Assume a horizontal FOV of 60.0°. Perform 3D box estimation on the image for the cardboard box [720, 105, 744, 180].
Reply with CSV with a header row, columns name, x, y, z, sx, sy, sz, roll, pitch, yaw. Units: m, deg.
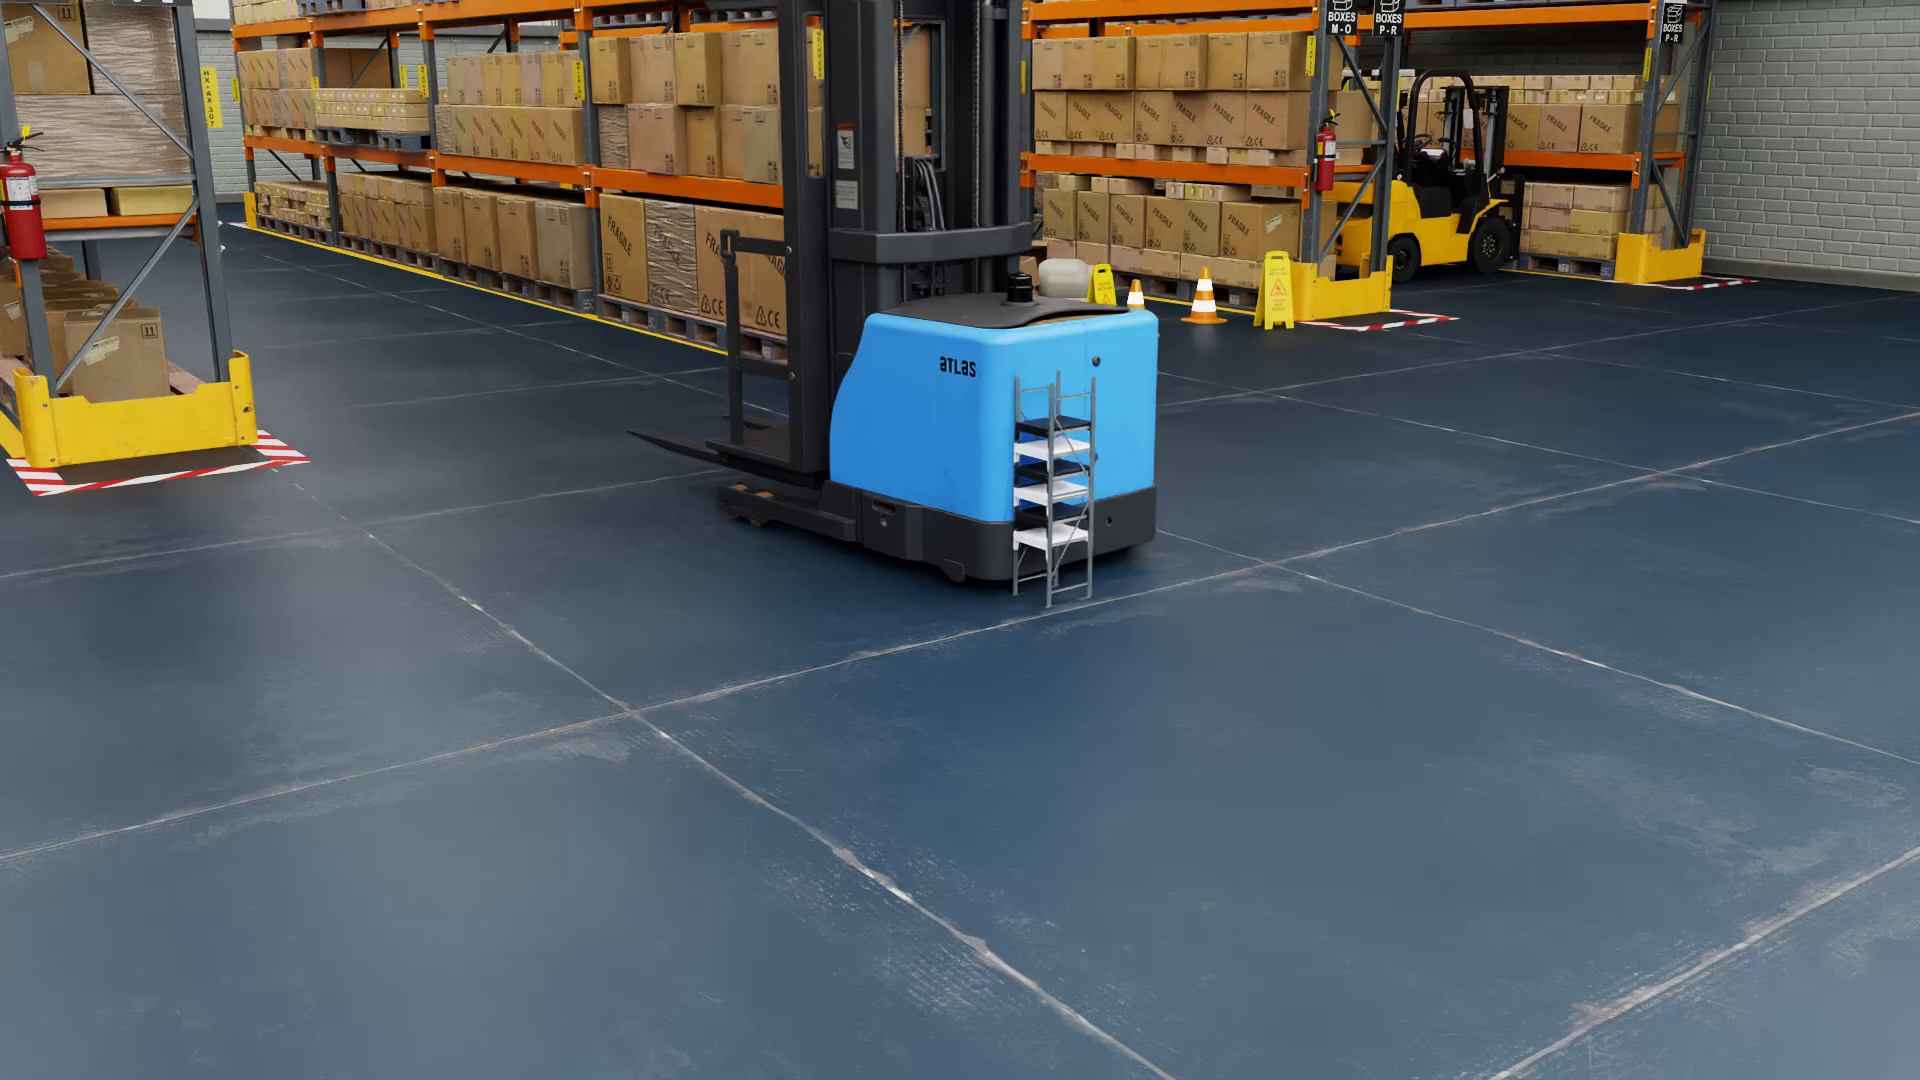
name,x,y,z,sx,sy,sz,roll,pitch,yaw
cardboard box,-1.331,-3.085,12.880,0.875,0.550,0.550,-11,19,-35

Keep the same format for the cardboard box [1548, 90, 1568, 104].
name,x,y,z,sx,sy,sz,roll,pitch,yaw
cardboard box,6.606,-4.809,18.048,0.380,0.149,0.250,-11,19,-35

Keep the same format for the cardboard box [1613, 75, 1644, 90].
name,x,y,z,sx,sy,sz,roll,pitch,yaw
cardboard box,7.069,-4.797,17.437,0.380,0.149,0.250,-11,19,-34

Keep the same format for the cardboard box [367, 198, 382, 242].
name,x,y,z,sx,sy,sz,roll,pitch,yaw
cardboard box,-6.711,-3.825,19.809,0.500,0.500,0.500,-10,18,-34

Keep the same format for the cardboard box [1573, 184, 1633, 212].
name,x,y,z,sx,sy,sz,roll,pitch,yaw
cardboard box,6.927,-3.657,17.773,0.500,0.250,0.500,-10,18,-33

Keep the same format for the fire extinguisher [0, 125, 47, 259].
name,x,y,z,sx,sy,sz,roll,pitch,yaw
fire extinguisher,-4.884,-1.805,8.637,0.296,0.674,0.183,-11,19,-35

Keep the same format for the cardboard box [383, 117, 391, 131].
name,x,y,z,sx,sy,sz,roll,pitch,yaw
cardboard box,-6.169,-4.619,18.450,0.380,0.149,0.250,-10,18,-34

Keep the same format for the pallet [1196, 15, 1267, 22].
name,x,y,z,sx,sy,sz,roll,pitch,yaw
pallet,3.878,-6.943,21.936,1.003,0.211,1.213,-10,18,-32

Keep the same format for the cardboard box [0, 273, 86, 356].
name,x,y,z,sx,sy,sz,roll,pitch,yaw
cardboard box,-6.385,-1.577,11.595,0.500,0.500,0.500,-5,16,-17

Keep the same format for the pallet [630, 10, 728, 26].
name,x,y,z,sx,sy,sz,roll,pitch,yaw
pallet,-4.091,-7.620,24.220,1.003,0.211,1.213,-11,19,-35

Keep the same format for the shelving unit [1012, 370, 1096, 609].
name,x,y,z,sx,sy,sz,roll,pitch,yaw
shelving unit,0.373,-0.204,6.616,0.258,0.900,0.210,-12,19,-37

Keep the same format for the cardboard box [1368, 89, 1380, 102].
name,x,y,z,sx,sy,sz,roll,pitch,yaw
cardboard box,5.073,-5.355,20.040,0.380,0.149,0.250,-11,19,-35

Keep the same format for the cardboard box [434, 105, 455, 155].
name,x,y,z,sx,sy,sz,roll,pitch,yaw
cardboard box,-5.165,-4.306,17.436,0.500,0.500,0.500,-11,19,-34

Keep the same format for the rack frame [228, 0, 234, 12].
name,x,y,z,sx,sy,sz,roll,pitch,yaw
rack frame,-9.915,-8.997,23.403,1.000,3.000,0.127,-11,19,-35

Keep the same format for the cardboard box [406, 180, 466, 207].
name,x,y,z,sx,sy,sz,roll,pitch,yaw
cardboard box,-5.825,-3.859,18.513,0.500,0.250,0.500,-11,19,-36

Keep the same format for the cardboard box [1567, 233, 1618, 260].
name,x,y,z,sx,sy,sz,roll,pitch,yaw
cardboard box,6.919,-3.176,17.910,0.500,0.250,0.500,-11,19,-34

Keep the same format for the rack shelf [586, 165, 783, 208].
name,x,y,z,sx,sy,sz,roll,pitch,yaw
rack shelf,-1.683,-2.767,13.367,1.077,0.370,4.000,-11,19,-35

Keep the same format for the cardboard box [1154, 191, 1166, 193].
name,x,y,z,sx,sy,sz,roll,pitch,yaw
cardboard box,2.252,-3.267,16.824,0.500,0.500,0.500,-10,18,-32

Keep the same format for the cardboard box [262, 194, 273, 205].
name,x,y,z,sx,sy,sz,roll,pitch,yaw
cardboard box,-9.699,-4.856,23.676,0.380,0.149,0.250,-11,19,-35

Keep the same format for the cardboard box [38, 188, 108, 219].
name,x,y,z,sx,sy,sz,roll,pitch,yaw
cardboard box,-4.913,-1.846,9.116,0.380,0.149,0.250,-11,19,-35

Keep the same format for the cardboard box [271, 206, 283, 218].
name,x,y,z,sx,sy,sz,roll,pitch,yaw
cardboard box,-9.432,-4.603,23.316,0.380,0.149,0.250,-11,19,-34

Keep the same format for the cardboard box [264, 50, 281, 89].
name,x,y,z,sx,sy,sz,roll,pitch,yaw
cardboard box,-8.973,-6.311,22.305,0.500,0.500,0.500,-12,19,-36

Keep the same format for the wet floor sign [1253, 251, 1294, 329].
name,x,y,z,sx,sy,sz,roll,pitch,yaw
wet floor sign,2.684,-2.135,14.153,0.267,0.644,0.232,-4,16,-15

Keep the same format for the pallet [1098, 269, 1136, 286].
name,x,y,z,sx,sy,sz,roll,pitch,yaw
pallet,1.509,-2.848,17.583,1.003,0.211,1.213,-11,19,-35

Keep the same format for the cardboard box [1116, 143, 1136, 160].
name,x,y,z,sx,sy,sz,roll,pitch,yaw
cardboard box,1.756,-3.818,16.320,0.380,0.149,0.250,-11,19,-34

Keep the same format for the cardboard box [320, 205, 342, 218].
name,x,y,z,sx,sy,sz,roll,pitch,yaw
cardboard box,-8.005,-4.238,21.421,0.380,0.149,0.250,-10,18,-33

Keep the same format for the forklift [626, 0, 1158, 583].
name,x,y,z,sx,sy,sz,roll,pitch,yaw
forklift,-0.509,-1.556,7.710,1.130,2.935,3.031,-14,21,-41

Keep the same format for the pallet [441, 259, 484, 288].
name,x,y,z,sx,sy,sz,roll,pitch,yaw
pallet,-4.808,-2.870,17.663,1.003,0.211,1.213,-11,19,-35

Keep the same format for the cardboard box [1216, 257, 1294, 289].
name,x,y,z,sx,sy,sz,roll,pitch,yaw
cardboard box,2.731,-2.489,15.402,0.500,0.250,0.500,-11,19,-35

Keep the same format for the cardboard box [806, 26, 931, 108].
name,x,y,z,sx,sy,sz,roll,pitch,yaw
cardboard box,-0.694,-3.365,11.861,0.875,0.550,0.550,-11,19,-35

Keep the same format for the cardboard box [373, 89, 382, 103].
name,x,y,z,sx,sy,sz,roll,pitch,yaw
cardboard box,-6.330,-4.963,18.582,0.380,0.149,0.250,-10,18,-33

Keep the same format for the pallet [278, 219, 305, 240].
name,x,y,z,sx,sy,sz,roll,pitch,yaw
pallet,-8.708,-4.303,22.898,1.003,0.211,1.213,-11,19,-35

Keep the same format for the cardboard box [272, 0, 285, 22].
name,x,y,z,sx,sy,sz,roll,pitch,yaw
cardboard box,-8.653,-6.904,21.719,0.500,0.250,0.500,-11,19,-35

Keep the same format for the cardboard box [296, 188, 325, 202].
name,x,y,z,sx,sy,sz,roll,pitch,yaw
cardboard box,-8.640,-4.611,22.219,0.380,0.149,0.250,-12,19,-37

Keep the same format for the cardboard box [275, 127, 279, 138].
name,x,y,z,sx,sy,sz,roll,pitch,yaw
cardboard box,-9.166,-5.596,22.815,0.380,0.149,0.250,-11,19,-36

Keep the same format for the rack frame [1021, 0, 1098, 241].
name,x,y,z,sx,sy,sz,roll,pitch,yaw
rack frame,1.086,-4.331,17.718,1.000,3.000,0.127,-11,19,-35

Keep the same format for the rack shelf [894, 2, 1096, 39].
name,x,y,z,sx,sy,sz,roll,pitch,yaw
rack shelf,-0.090,-5.858,18.978,1.077,0.370,4.000,-11,19,-35

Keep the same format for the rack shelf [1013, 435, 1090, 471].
name,x,y,z,sx,sy,sz,roll,pitch,yaw
rack shelf,0.373,-0.345,6.577,0.258,0.077,0.200,-12,19,-37

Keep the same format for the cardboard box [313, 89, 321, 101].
name,x,y,z,sx,sy,sz,roll,pitch,yaw
cardboard box,-7.703,-5.462,20.405,0.380,0.149,0.250,-10,18,-32

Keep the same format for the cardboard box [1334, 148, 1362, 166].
name,x,y,z,sx,sy,sz,roll,pitch,yaw
cardboard box,3.405,-3.460,15.013,0.380,0.149,0.250,-11,19,-34

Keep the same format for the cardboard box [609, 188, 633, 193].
name,x,y,z,sx,sy,sz,roll,pitch,yaw
cardboard box,-4.956,-5.541,26.196,0.875,0.438,0.875,-10,18,-33

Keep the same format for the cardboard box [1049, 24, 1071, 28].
name,x,y,z,sx,sy,sz,roll,pitch,yaw
cardboard box,1.658,-7.617,24.326,0.500,0.250,0.500,-11,19,-35

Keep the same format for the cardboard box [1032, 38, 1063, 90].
name,x,y,z,sx,sy,sz,roll,pitch,yaw
cardboard box,1.169,-4.877,17.068,0.700,0.500,0.500,-11,19,-35

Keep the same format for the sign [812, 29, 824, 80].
name,x,y,z,sx,sy,sz,roll,pitch,yaw
sign,-0.954,-3.278,11.231,0.100,0.325,0.005,-11,19,-35

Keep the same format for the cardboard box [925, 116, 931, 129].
name,x,y,z,sx,sy,sz,roll,pitch,yaw
cardboard box,-0.314,-4.816,19.169,0.380,0.149,0.250,-10,18,-33

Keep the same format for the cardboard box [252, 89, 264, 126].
name,x,y,z,sx,sy,sz,roll,pitch,yaw
cardboard box,-9.539,-6.046,23.232,0.500,0.500,0.500,-11,19,-34

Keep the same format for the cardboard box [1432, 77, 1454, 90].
name,x,y,z,sx,sy,sz,roll,pitch,yaw
cardboard box,5.673,-5.276,19.188,0.380,0.149,0.250,-11,19,-35

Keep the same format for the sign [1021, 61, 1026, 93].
name,x,y,z,sx,sy,sz,roll,pitch,yaw
sign,0.639,-4.803,17.248,0.100,0.325,0.005,-11,19,-35

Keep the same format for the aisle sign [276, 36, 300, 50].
name,x,y,z,sx,sy,sz,roll,pitch,yaw
aisle sign,-9.715,-7.420,24.078,0.394,0.787,0.004,-11,19,-35

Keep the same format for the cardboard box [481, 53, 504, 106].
name,x,y,z,sx,sy,sz,roll,pitch,yaw
cardboard box,-4.353,-4.611,16.659,0.700,0.500,0.500,-11,19,-35

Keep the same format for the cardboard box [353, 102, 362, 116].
name,x,y,z,sx,sy,sz,roll,pitch,yaw
cardboard box,-6.782,-4.985,19.225,0.380,0.149,0.250,-11,19,-36

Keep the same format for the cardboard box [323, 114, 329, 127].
name,x,y,z,sx,sy,sz,roll,pitch,yaw
cardboard box,-7.535,-5.117,20.270,0.380,0.149,0.250,-11,18,-34
